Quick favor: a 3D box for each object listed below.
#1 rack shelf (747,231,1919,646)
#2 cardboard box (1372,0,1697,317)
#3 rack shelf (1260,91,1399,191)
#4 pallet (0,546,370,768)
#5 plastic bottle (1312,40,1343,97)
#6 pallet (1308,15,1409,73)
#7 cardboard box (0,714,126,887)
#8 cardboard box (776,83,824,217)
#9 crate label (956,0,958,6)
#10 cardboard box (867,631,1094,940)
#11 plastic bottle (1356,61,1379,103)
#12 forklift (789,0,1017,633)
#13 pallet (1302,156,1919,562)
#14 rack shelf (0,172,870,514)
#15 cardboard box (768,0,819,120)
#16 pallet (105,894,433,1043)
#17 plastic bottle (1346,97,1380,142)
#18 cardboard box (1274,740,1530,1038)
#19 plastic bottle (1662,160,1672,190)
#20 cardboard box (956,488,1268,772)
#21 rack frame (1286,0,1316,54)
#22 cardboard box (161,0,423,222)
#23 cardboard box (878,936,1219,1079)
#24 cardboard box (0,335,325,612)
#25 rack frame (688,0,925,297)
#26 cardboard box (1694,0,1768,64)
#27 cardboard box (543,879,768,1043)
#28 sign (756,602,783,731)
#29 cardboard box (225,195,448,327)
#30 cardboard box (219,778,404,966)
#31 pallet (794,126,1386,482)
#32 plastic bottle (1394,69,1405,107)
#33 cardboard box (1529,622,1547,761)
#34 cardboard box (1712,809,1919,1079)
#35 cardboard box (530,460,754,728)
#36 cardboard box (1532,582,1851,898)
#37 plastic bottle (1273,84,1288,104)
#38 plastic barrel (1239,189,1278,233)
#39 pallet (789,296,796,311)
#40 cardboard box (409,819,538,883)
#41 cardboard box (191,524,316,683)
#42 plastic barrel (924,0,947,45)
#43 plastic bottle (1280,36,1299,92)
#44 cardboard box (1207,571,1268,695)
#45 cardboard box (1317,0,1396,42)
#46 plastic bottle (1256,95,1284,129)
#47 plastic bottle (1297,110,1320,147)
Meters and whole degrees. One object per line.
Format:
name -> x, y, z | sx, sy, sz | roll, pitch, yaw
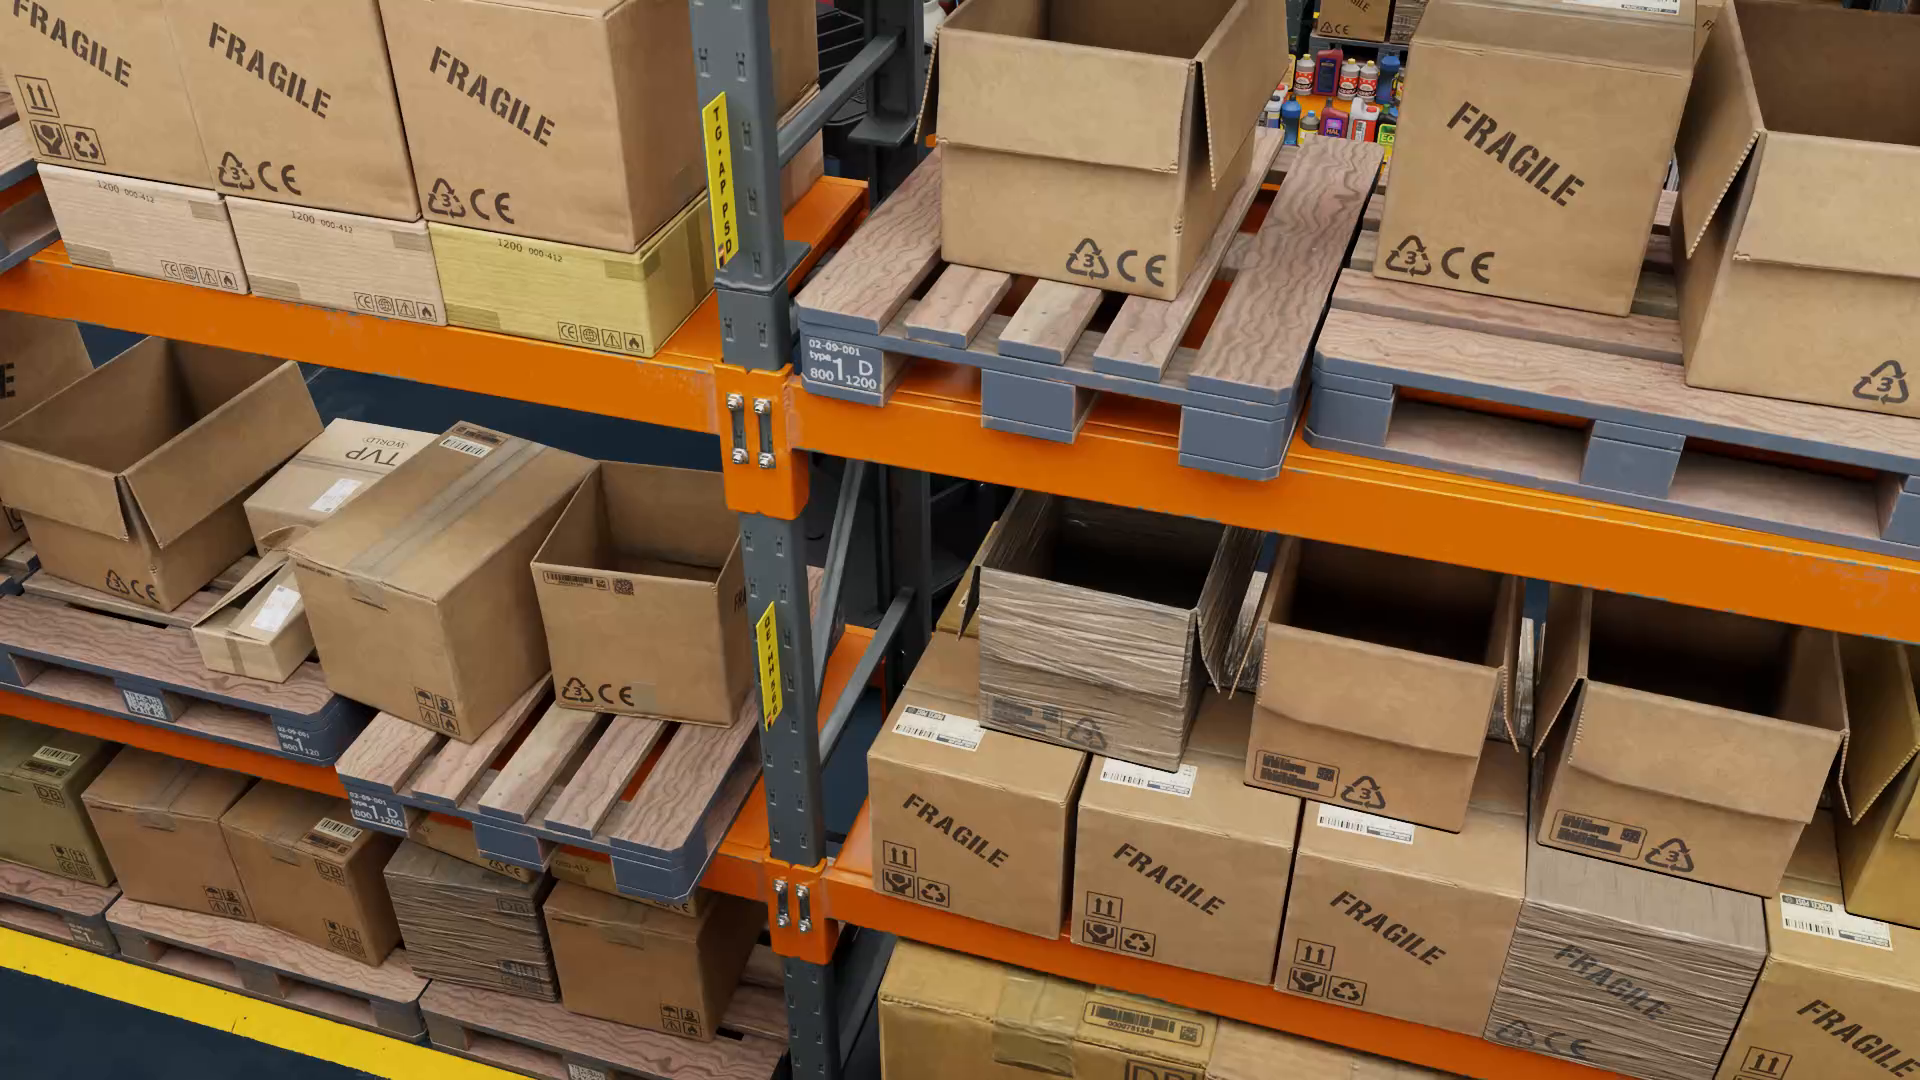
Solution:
rack shelf -> 1.617, -0.141, 3.487 | 4.000, 0.370, 1.077 | 10, 38, 14
cardboard box -> 1.162, -0.824, 3.370 | 0.500, 0.500, 0.500 | 12, 38, 16
rack shelf -> 3.094, -1.735, 8.184 | 4.000, 0.370, 1.077 | 10, 38, 14
pallet -> -2.194, 0.174, 5.144 | 1.213, 0.211, 1.003 | 10, 38, 14
plastic bottle -> 1.918, -2.461, 8.661 | 0.133, 0.283, 0.061 | 10, 38, 14
pallet -> 3.367, -3.904, 12.876 | 1.213, 0.211, 1.003 | 10, 38, 14
cardboard box -> -3.081, 0.762, 5.922 | 0.500, 0.500, 0.700 | 10, 38, 14
cardboard box -> -0.665, -0.951, 4.107 | 0.500, 0.250, 0.500 | 11, 38, 15
crate label -> 0.317, -2.721, 8.887 | 0.616, 0.435, 0.502 | 10, 38, 14
cardboard box -> 0.091, 0.623, 4.288 | 0.500, 0.500, 0.500 | 12, 38, 15
plastic bottle -> 2.116, -2.380, 8.620 | 0.097, 0.201, 0.097 | 0, 36, 0
forklift -> -0.451, -0.925, 6.534 | 3.031, 2.935, 1.130 | -29, 45, -34
pallet -> 1.407, -0.428, 3.430 | 1.213, 0.211, 1.003 | 12, 38, 16
rack shelf -> -2.201, -0.848, 4.448 | 4.000, 0.370, 1.077 | 10, 38, 14
cardboard box -> -0.664, -1.254, 3.887 | 0.500, 0.500, 0.500 | 11, 38, 14
pallet -> -2.198, 1.191, 5.953 | 1.213, 0.211, 1.003 | 10, 38, 14
plastic bottle -> 1.943, -1.987, 8.024 | 0.135, 0.276, 0.152 | 10, 38, 14
cardboard box -> 1.074, 0.802, 4.046 | 0.500, 0.500, 0.500 | 10, 37, 13
plastic bottle -> 3.231, -1.702, 7.699 | 0.097, 0.201, 0.097 | 0, 36, 0
cardboard box -> 0.401, 0.118, 4.129 | 0.637, 0.503, 0.797 | 12, 38, 15
rack frame -> 2.665, -5.181, 12.258 | 0.127, 3.000, 1.000 | 10, 38, 14
cardboard box -> -1.315, -1.053, 3.614 | 0.500, 0.500, 0.500 | 10, 38, 14
cardboard box -> 0.360, 1.244, 4.967 | 0.875, 0.875, 1.225 | 9, 37, 12
cardboard box -> -2.428, -0.240, 5.104 | 0.637, 0.503, 0.797 | 14, 39, 19
rack frame -> -0.292, -1.992, 2.865 | 0.127, 3.000, 1.000 | 10, 38, 14
cardboard box -> 5.457, -3.661, 11.931 | 0.500, 0.500, 0.500 | 11, 38, 14
cardboard box -> -0.938, 1.146, 5.400 | 0.500, 0.500, 0.700 | 9, 37, 11
sign -> -0.445, 0.298, 3.904 | 0.005, 0.325, 0.100 | 10, 38, 14
cardboard box -> -1.297, -0.749, 3.833 | 0.500, 0.250, 0.500 | 10, 38, 14
cardboard box -> -2.014, 0.959, 5.654 | 0.500, 0.500, 0.700 | 14, 38, 18
pallet -> 0.338, -0.624, 3.697 | 1.003, 0.211, 1.213 | 12, 38, 16
plastic bottle -> 2.302, -2.345, 8.574 | 0.097, 0.201, 0.097 | 0, 36, 0
cardboard box -> 1.709, 0.602, 4.317 | 0.500, 0.500, 0.500 | 11, 38, 15
cardboard box -> 2.027, 0.983, 3.800 | 0.500, 0.500, 0.500 | 10, 38, 13
cardboard box -> -0.820, 0.142, 4.588 | 0.500, 0.500, 0.500 | 6, 37, 8
cardboard box -> 1.664, 0.350, 3.814 | 0.637, 0.503, 0.797 | 12, 38, 15
plastic bottle -> 1.547, -2.155, 8.252 | 0.135, 0.276, 0.152 | 10, 38, 14
plastic barrel -> 1.657, -1.597, 8.866 | 0.708, 0.830, 0.600 | 10, 38, 14
pallet -> -0.704, -1.631, 9.788 | 1.213, 0.211, 1.003 | 10, 38, 14
cardboard box -> -1.450, 0.762, 5.289 | 0.500, 0.250, 0.500 | 15, 39, 19
cardboard box -> -1.964, 0.167, 4.752 | 0.258, 0.266, 0.396 | 9, 37, 13
plastic barrel -> -0.263, -2.559, 8.602 | 0.421, 0.512, 0.421 | 0, 36, 0
plastic bottle -> 1.698, -2.501, 8.717 | 0.133, 0.283, 0.061 | 10, 38, 14
cardboard box -> 0.727, 0.422, 4.562 | 0.500, 0.500, 0.500 | 10, 38, 13
cardboard box -> 3.015, -4.109, 12.540 | 0.500, 0.500, 0.500 | 12, 38, 16
plastic bottle -> 1.501, -2.069, 8.136 | 0.135, 0.276, 0.152 | 10, 38, 14
plastic bottle -> 1.697, -1.986, 8.085 | 0.097, 0.201, 0.097 | 0, 36, 0
